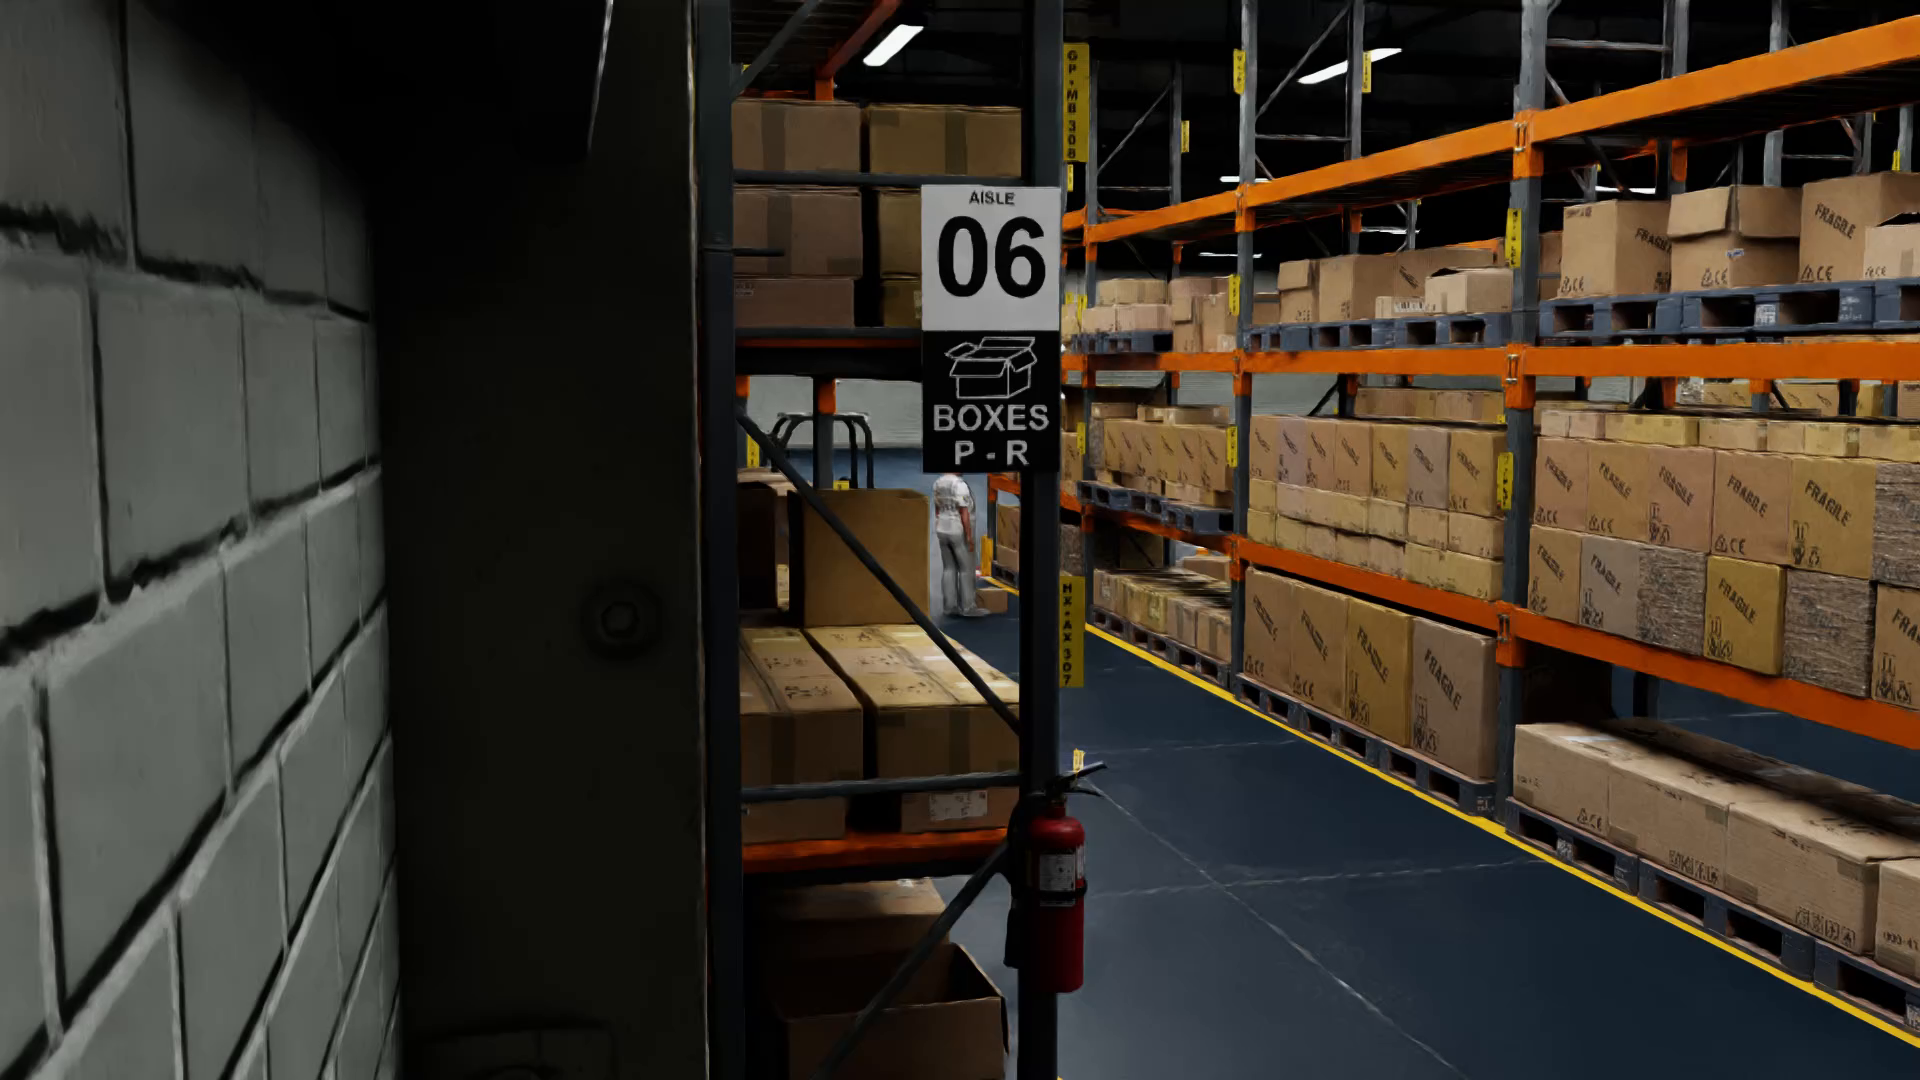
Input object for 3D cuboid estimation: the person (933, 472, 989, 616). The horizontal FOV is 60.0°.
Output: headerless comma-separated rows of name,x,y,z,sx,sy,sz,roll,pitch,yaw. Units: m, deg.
person,0.004,-0.063,17.776,0.501,1.748,0.569,-5,8,-41
